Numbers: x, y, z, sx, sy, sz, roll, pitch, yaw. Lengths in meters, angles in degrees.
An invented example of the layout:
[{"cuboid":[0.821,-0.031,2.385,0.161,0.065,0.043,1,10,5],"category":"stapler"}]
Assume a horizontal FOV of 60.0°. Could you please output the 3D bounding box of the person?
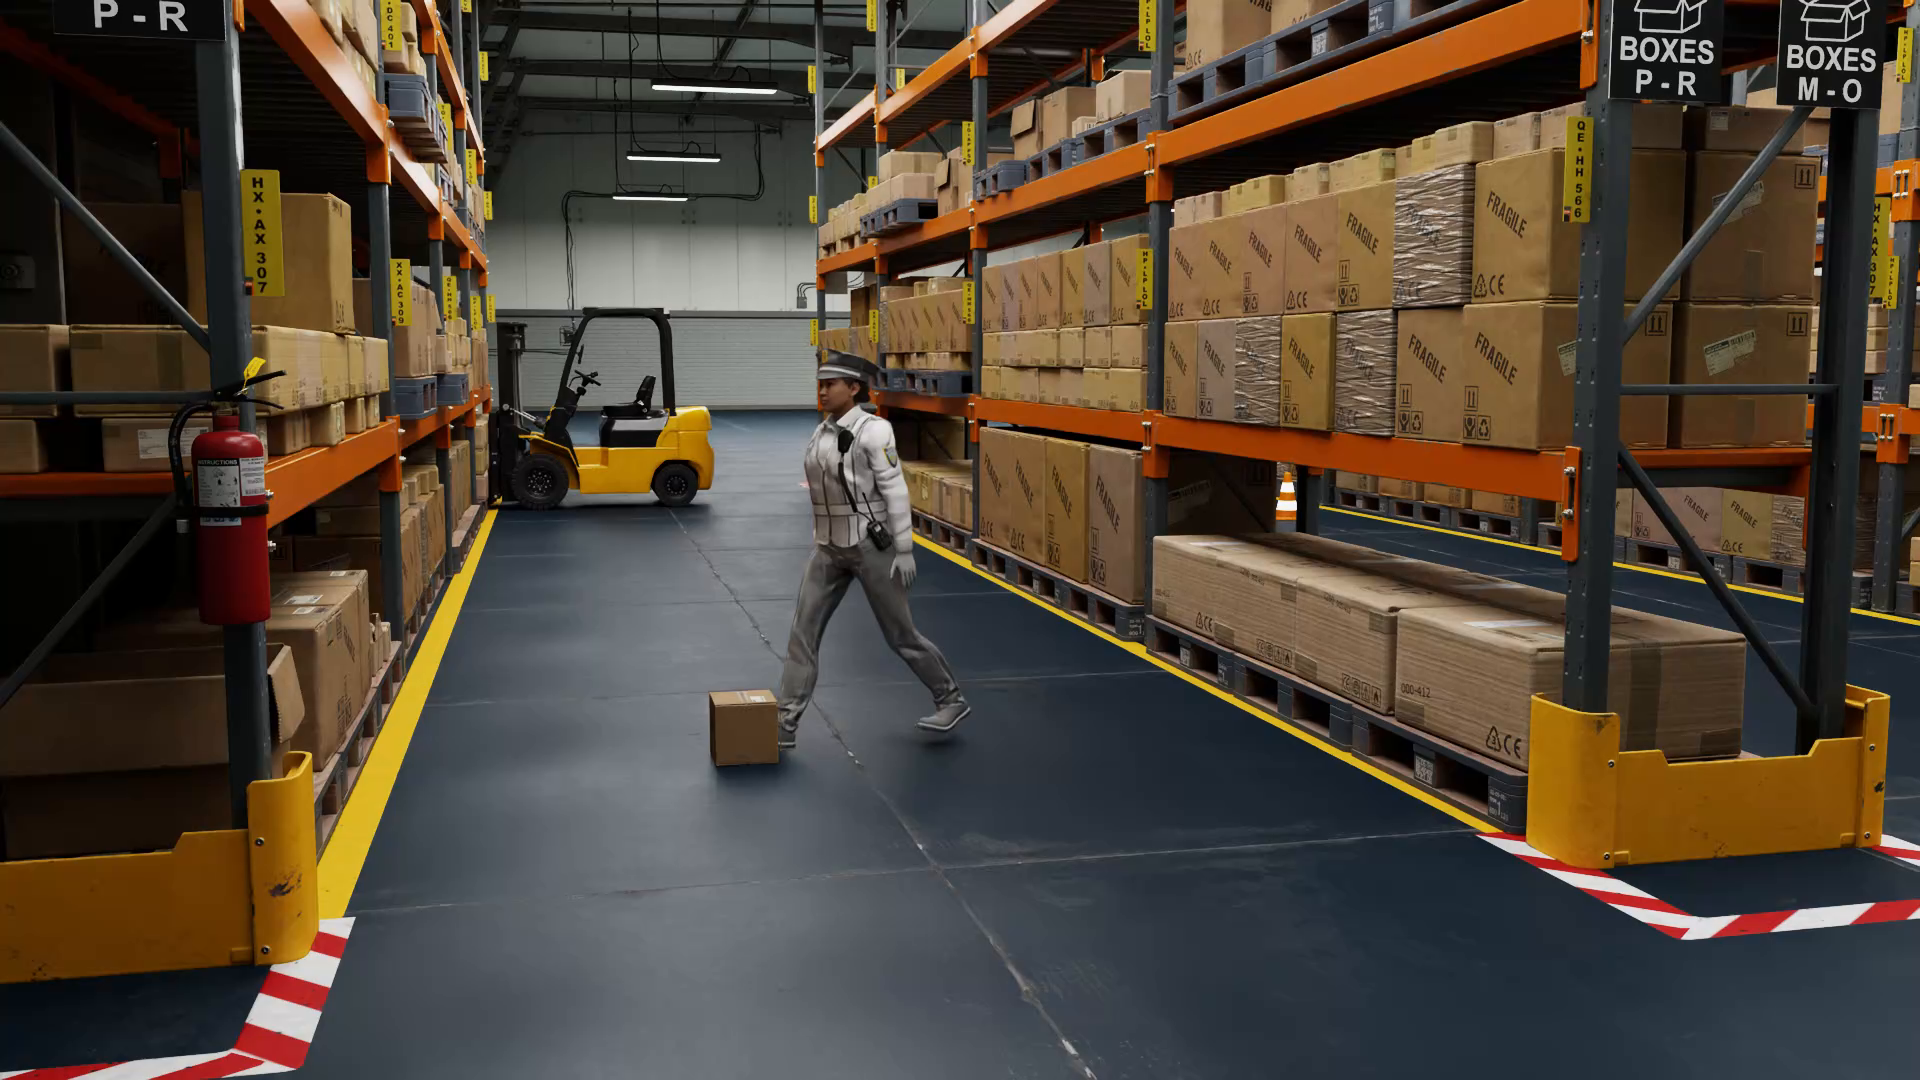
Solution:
[{"cuboid":[-0.453,0.032,6.841,0.983,1.638,0.529,-6,9,-43],"category":"person"}]
